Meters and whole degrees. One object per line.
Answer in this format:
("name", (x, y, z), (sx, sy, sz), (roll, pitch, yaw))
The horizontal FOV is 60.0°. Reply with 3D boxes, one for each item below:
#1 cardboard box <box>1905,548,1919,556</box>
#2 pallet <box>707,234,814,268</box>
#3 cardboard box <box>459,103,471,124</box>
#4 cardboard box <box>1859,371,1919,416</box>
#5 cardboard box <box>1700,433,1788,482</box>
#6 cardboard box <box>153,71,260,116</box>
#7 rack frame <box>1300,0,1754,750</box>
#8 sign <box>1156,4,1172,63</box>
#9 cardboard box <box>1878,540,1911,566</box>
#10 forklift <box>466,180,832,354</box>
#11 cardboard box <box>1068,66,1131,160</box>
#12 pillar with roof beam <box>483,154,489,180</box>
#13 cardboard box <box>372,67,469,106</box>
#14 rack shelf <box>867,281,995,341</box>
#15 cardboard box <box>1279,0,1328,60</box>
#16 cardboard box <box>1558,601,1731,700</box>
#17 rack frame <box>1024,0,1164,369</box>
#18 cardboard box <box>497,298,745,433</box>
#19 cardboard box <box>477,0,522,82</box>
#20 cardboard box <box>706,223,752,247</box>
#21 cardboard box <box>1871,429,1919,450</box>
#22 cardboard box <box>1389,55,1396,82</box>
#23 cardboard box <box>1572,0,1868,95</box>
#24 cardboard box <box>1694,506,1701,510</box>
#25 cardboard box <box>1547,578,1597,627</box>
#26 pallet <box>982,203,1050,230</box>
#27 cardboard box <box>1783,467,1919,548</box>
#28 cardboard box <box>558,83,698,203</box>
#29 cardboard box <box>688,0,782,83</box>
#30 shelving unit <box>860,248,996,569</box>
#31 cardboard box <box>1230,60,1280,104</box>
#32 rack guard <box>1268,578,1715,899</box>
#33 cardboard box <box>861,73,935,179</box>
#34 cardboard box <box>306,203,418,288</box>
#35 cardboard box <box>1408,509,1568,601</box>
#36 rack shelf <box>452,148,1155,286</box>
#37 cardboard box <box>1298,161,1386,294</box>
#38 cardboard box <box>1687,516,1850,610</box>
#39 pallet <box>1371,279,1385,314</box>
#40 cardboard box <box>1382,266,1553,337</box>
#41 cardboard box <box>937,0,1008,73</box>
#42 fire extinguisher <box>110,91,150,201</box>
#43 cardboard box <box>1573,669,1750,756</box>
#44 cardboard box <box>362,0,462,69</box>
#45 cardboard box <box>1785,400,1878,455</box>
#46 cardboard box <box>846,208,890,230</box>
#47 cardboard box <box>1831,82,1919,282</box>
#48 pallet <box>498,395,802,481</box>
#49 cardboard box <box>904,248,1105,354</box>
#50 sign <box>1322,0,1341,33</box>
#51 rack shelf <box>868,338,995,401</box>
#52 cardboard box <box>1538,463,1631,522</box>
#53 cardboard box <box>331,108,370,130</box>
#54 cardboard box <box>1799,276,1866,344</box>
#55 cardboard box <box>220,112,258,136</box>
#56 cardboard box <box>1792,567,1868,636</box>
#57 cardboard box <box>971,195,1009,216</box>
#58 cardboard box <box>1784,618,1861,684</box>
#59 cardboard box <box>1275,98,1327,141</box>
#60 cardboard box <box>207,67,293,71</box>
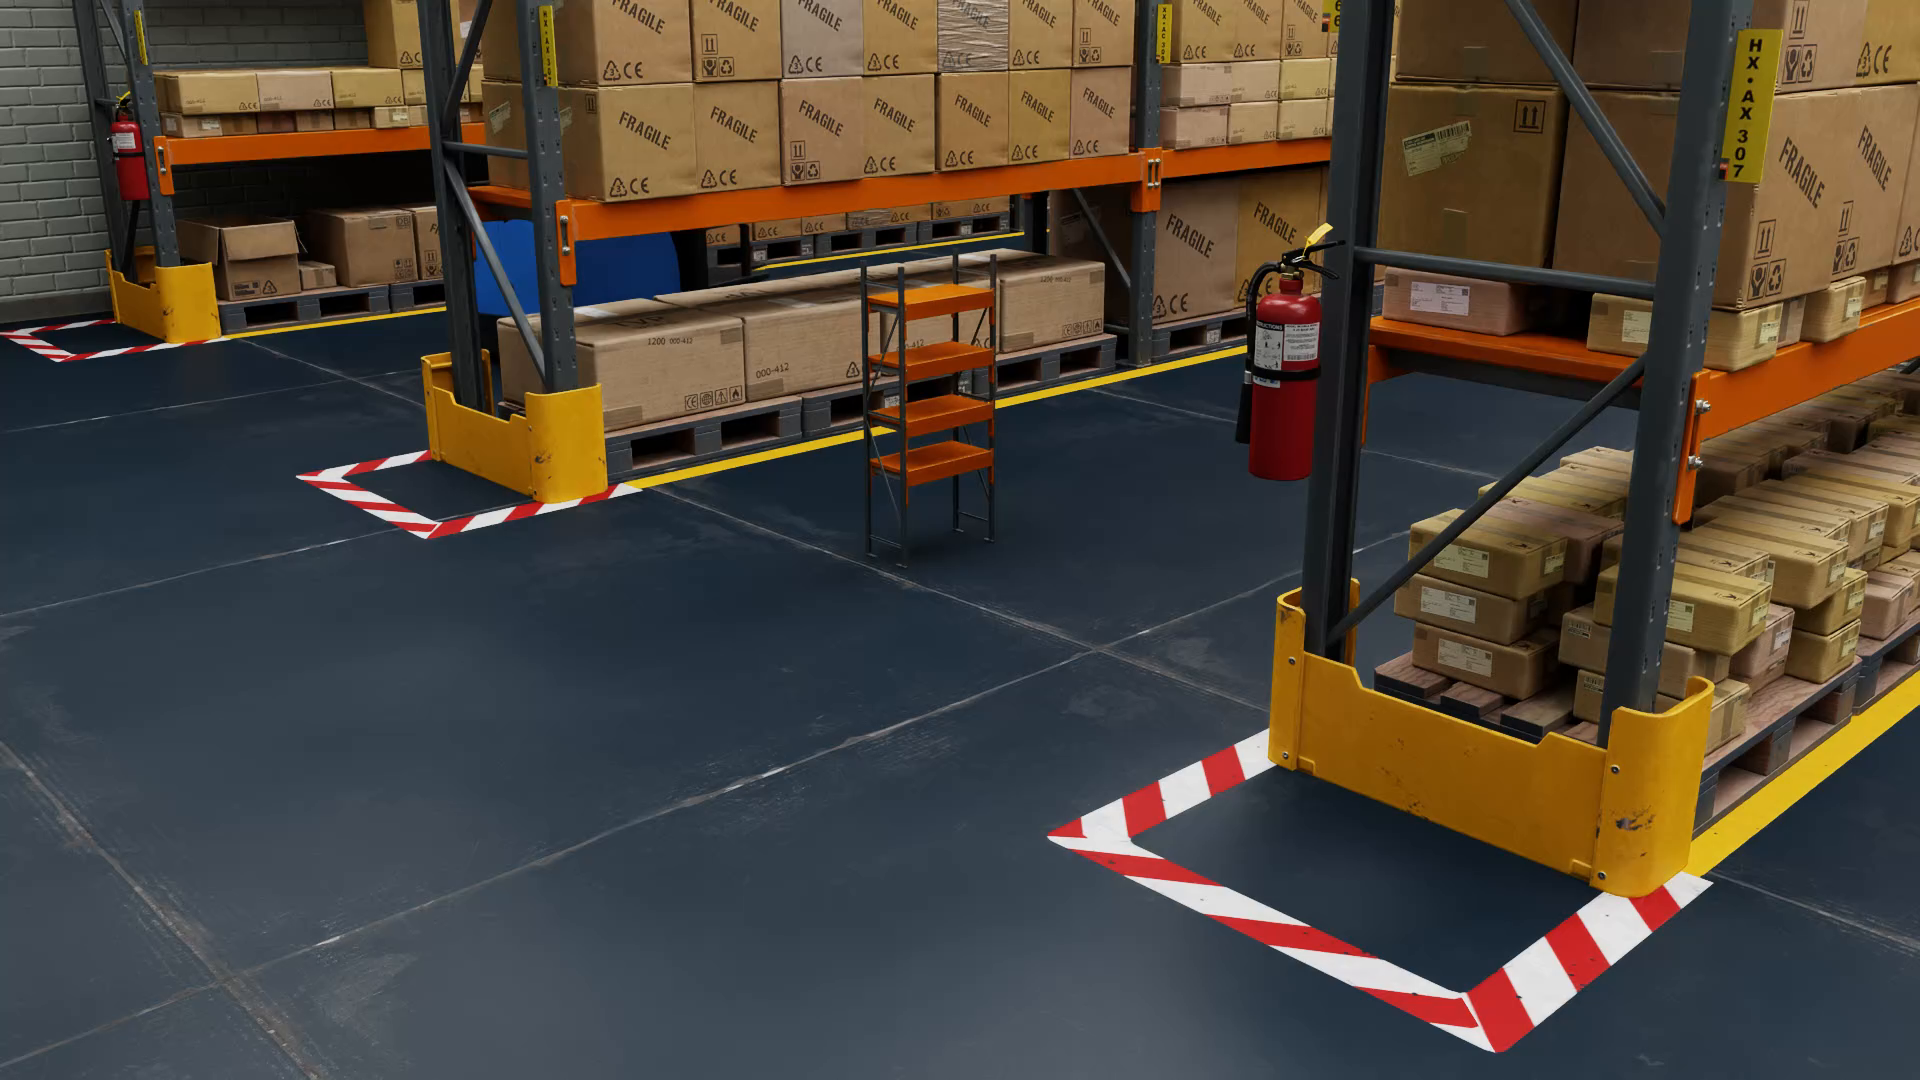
("cardboard box", (3.233, 0.062, 5.870), (0.250, 0.149, 0.380), (-16, 24, -40))
("pallet", (-2.051, -2.567, 14.559), (1.213, 0.211, 1.003), (-16, 24, -41))
("cardboard box", (-3.808, -3.146, 12.231), (0.250, 0.149, 0.380), (-16, 24, -41))
("cardboard box", (3.879, -0.613, 6.989), (0.250, 0.149, 0.380), (-15, 23, -39))
("cardboard box", (2.725, -0.288, 5.985), (0.250, 0.149, 0.380), (-16, 24, -41))
("cardboard box", (-5.008, -2.971, 11.045), (0.500, 0.250, 0.500), (-16, 24, -41))
("rack frame", (1.365, -0.665, 4.173), (0.127, 3.000, 1.000), (-16, 24, -41))
("sign", (1.179, -2.926, 9.614), (0.005, 0.325, 0.100), (-16, 24, -41))
("cardboard box", (3.037, -0.050, 5.736), (0.250, 0.149, 0.380), (-15, 23, -38))
("forklift", (-2.025, -2.871, 11.087), (1.130, 2.935, 3.031), (10, 21, 29))
("cardboard box", (0.636, -2.493, 9.648), (0.500, 0.500, 0.500), (-16, 24, -40))
("pillar with roof beam", (-0.784, -5.656, 9.838), (0.400, 9.000, 9.100), (-16, 24, -41))
("cardboard box", (-3.919, -3.299, 12.057), (0.500, 0.250, 0.500), (-17, 25, -42))
("rack shelf", (-0.120, -0.909, 6.570), (0.480, 0.148, 0.258), (-16, 24, -41))
("cardboard box", (2.031, -3.373, 10.740), (0.500, 0.500, 0.500), (-17, 25, -42))
("cardboard box", (1.922, 0.296, 4.667), (0.250, 0.149, 0.380), (-15, 23, -39))
("rack frame", (0.797, -2.601, 10.143), (0.127, 3.000, 1.000), (-16, 24, -41))
("cardboard box", (-1.699, -0.896, 8.359), (0.875, 0.438, 0.875), (17, 24, 42))
("cardboard box", (-1.923, -2.432, 7.839), (0.500, 0.500, 0.500), (-15, 23, -39))
("cardboard box", (-2.110, -2.775, 14.053), (0.500, 0.500, 0.500), (-15, 23, -38))
("cardboard box", (3.482, -0.273, 5.940), (0.380, 0.149, 0.250), (16, 24, 41))
("cardboard box", (2.798, -3.233, 11.525), (0.500, 0.250, 0.500), (-17, 25, -42))
("cardboard box", (1.873, -1.366, 4.068), (0.500, 0.500, 0.500), (-16, 24, -41))
("cardboard box", (2.495, -0.100, 5.887), (0.250, 0.149, 0.380), (-15, 23, -38))
("cardboard box", (1.779, 0.130, 5.178), (0.250, 0.149, 0.380), (-17, 25, -42))
("pallet", (0.915, -3.399, 17.127), (1.213, 0.211, 1.003), (-16, 24, -41))
("cardboard box", (2.922, -0.110, 5.438), (0.250, 0.149, 0.380), (-16, 24, -40))
("cardboard box", (-1.564, -1.838, 7.628), (0.500, 0.500, 0.500), (-17, 24, -41))
("cardboard box", (-1.194, -2.425, 7.818), (0.500, 0.500, 0.500), (-17, 25, -42))
("shelving unit", (-0.120, -0.536, 6.691), (0.503, 1.200, 0.258), (-16, 24, -41))
("cardboard box", (1.670, -2.914, 10.542), (0.500, 0.250, 0.500), (-16, 24, -40))
("rack guard", (1.420, 0.508, 4.608), (0.348, 0.500, 1.175), (-16, 24, -41))
("cardboard box", (-0.481, -2.165, 8.637), (0.500, 0.500, 0.500), (-15, 23, -39))
("cardboard box", (-4.365, -2.156, 12.144), (0.500, 0.500, 0.700), (-15, 23, -39))
("cardboard box", (1.575, 0.039, 4.978), (0.250, 0.149, 0.380), (-16, 24, -40))
("rack shelf", (-0.656, -1.835, 8.947), (4.000, 0.370, 1.077), (-16, 24, -41))
("cardboard box", (2.493, -2.322, 12.046), (0.875, 0.875, 0.875), (-16, 24, -40))
("cardboard box", (2.368, 0.063, 4.903), (0.250, 0.149, 0.380), (-16, 24, -41))
("pallet", (3.079, -1.972, 12.724), (1.213, 0.211, 1.003), (-16, 24, -41))
("cardboard box", (1.408, -0.678, 4.620), (0.250, 0.149, 0.380), (-16, 24, -41))
("cardboard box", (-0.094, -2.746, 8.809), (0.500, 0.500, 0.500), (-16, 24, -40))
("fire extinguisher", (-5.312, -2.516, 10.611), (0.183, 0.674, 0.296), (-16, 24, -41))
("cardboard box", (1.965, 0.452, 4.669), (0.250, 0.149, 0.380), (-16, 24, -40))
("cardboard box", (-3.918, -3.645, 11.910), (0.500, 0.500, 0.500), (-15, 24, -39))
("cardboard box", (3.314, -0.443, 6.464), (0.250, 0.149, 0.380), (-17, 25, -42))
("cardboard box", (-0.983, -3.103, 15.065), (0.500, 0.500, 0.500), (17, 24, 42))
("cardboard box", (2.252, -1.007, 4.582), (0.500, 0.500, 0.500), (-16, 24, -41))
("pallet", (-1.582, -0.614, 8.535), (1.213, 0.211, 1.003), (-16, 24, -41))
("cardboard box", (0.267, -1.473, 10.137), (0.875, 0.438, 0.875), (-17, 24, -42))
("sign", (0.998, -1.495, 4.343), (0.005, 0.325, 0.100), (-16, 24, -41))
("rack shelf", (-0.120, -0.684, 6.643), (0.480, 0.148, 0.258), (-16, 24, -41))
("cardboard box", (2.130, -0.125, 5.485), (0.380, 0.149, 0.250), (17, 24, 42))
("cardboard box", (-4.360, -2.979, 11.715), (0.250, 0.149, 0.380), (-16, 24, -40))
("cardboard box", (2.214, -0.649, 4.531), (0.380, 0.149, 0.250), (17, 25, 42))
("cardboard box", (-4.942, -2.818, 11.219), (0.250, 0.149, 0.380), (-15, 24, -39))
("cardboard box", (2.538, 0.149, 5.121), (0.250, 0.149, 0.380), (-15, 23, -39))
("cardboard box", (0.131, -3.433, 16.081), (0.500, 0.500, 0.500), (-15, 23, -39))
("cardboard box", (2.536, 0.294, 5.155), (0.250, 0.149, 0.380), (-16, 24, -40))
("cardboard box", (2.056, -2.779, 10.934), (0.500, 0.250, 0.500), (-17, 24, -41))
("cardboard box", (-4.995, -3.201, 11.755), (0.500, 0.250, 0.500), (-16, 24, -41))
